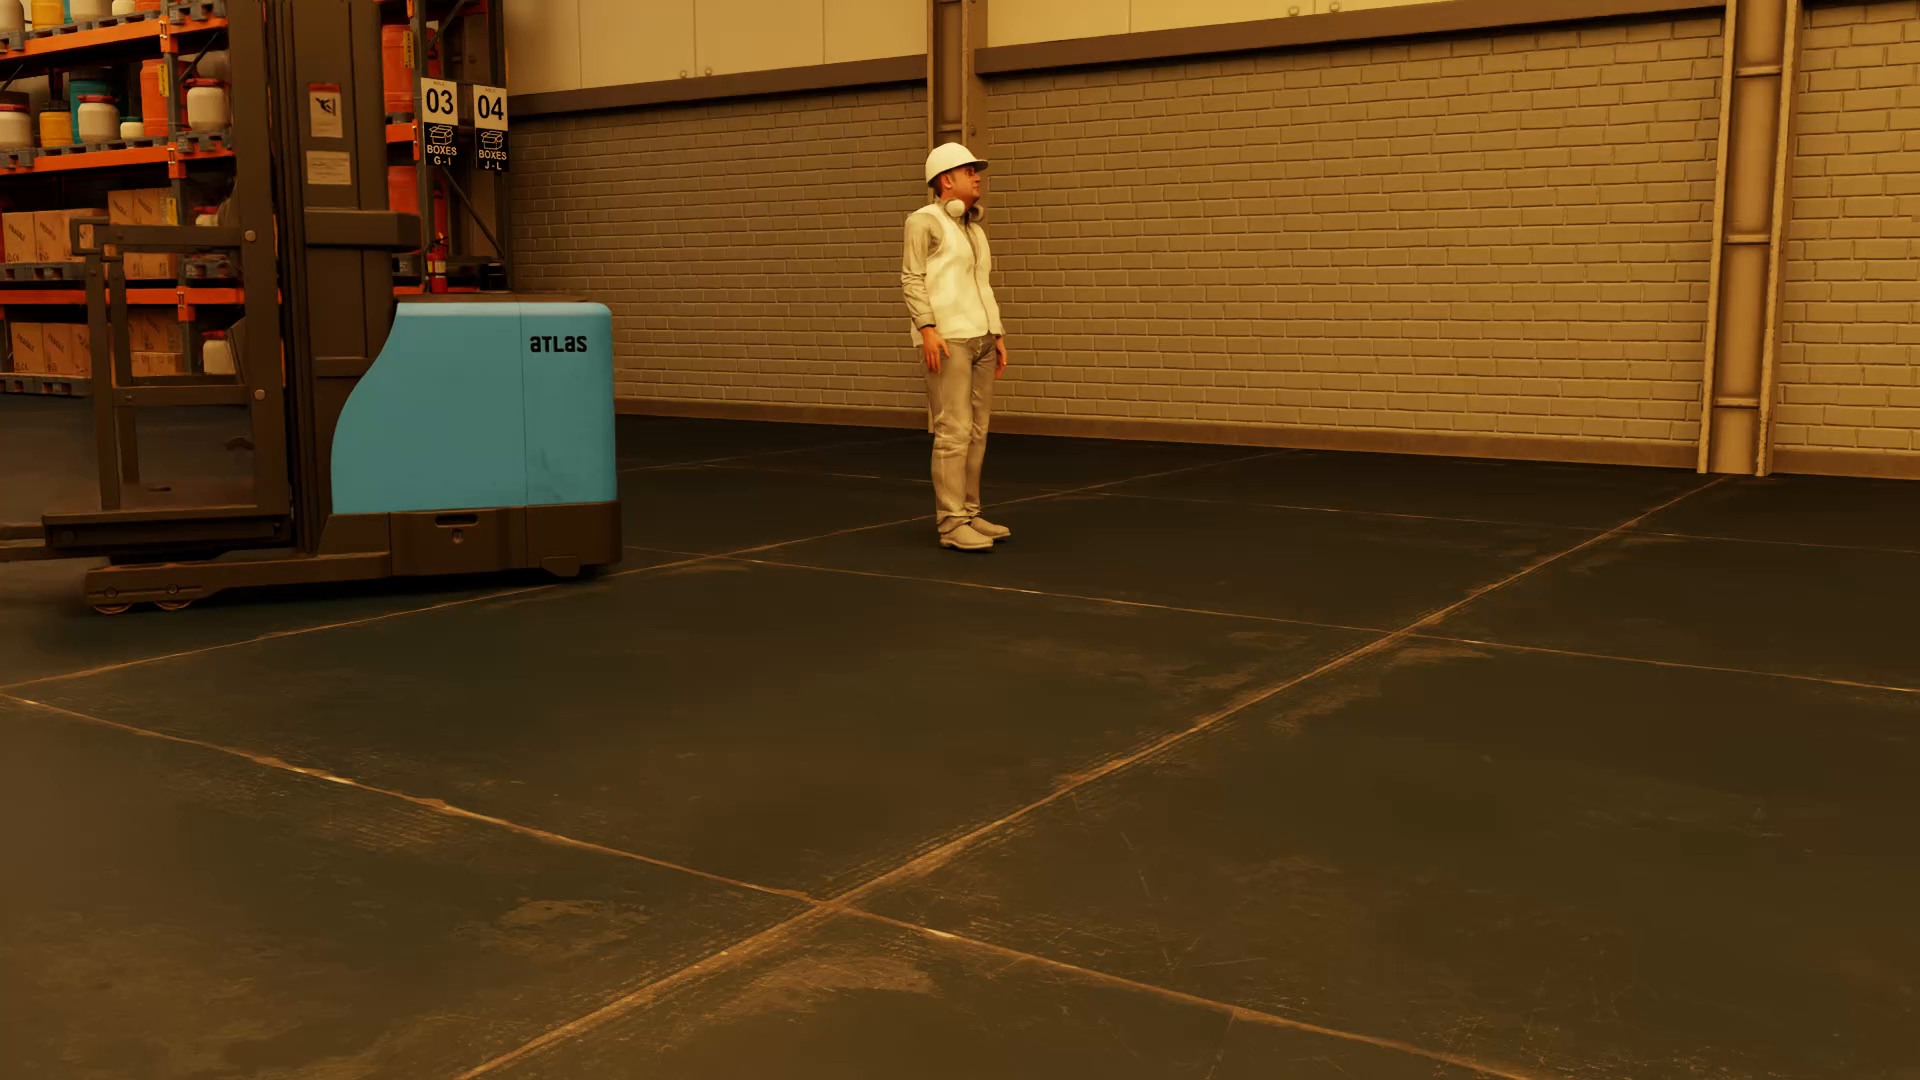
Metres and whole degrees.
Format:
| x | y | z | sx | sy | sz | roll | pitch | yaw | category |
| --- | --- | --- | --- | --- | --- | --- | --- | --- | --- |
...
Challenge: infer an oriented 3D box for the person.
| x | y | z | sx | sy | sz | roll | pitch | yaw | category |
| --- | --- | --- | --- | --- | --- | --- | --- | --- | --- |
| 0.047 | -0.880 | 7.437 | 0.568 | 1.773 | 0.632 | 5 | 10 | 34 | person |

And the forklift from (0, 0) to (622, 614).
| x | y | z | sx | sy | sz | roll | pitch | yaw | category |
| --- | --- | --- | --- | --- | --- | --- | --- | --- | --- |
| -2.894 | -1.277 | 6.173 | 3.031 | 2.935 | 1.130 | -3 | 9 | -22 | forklift |
